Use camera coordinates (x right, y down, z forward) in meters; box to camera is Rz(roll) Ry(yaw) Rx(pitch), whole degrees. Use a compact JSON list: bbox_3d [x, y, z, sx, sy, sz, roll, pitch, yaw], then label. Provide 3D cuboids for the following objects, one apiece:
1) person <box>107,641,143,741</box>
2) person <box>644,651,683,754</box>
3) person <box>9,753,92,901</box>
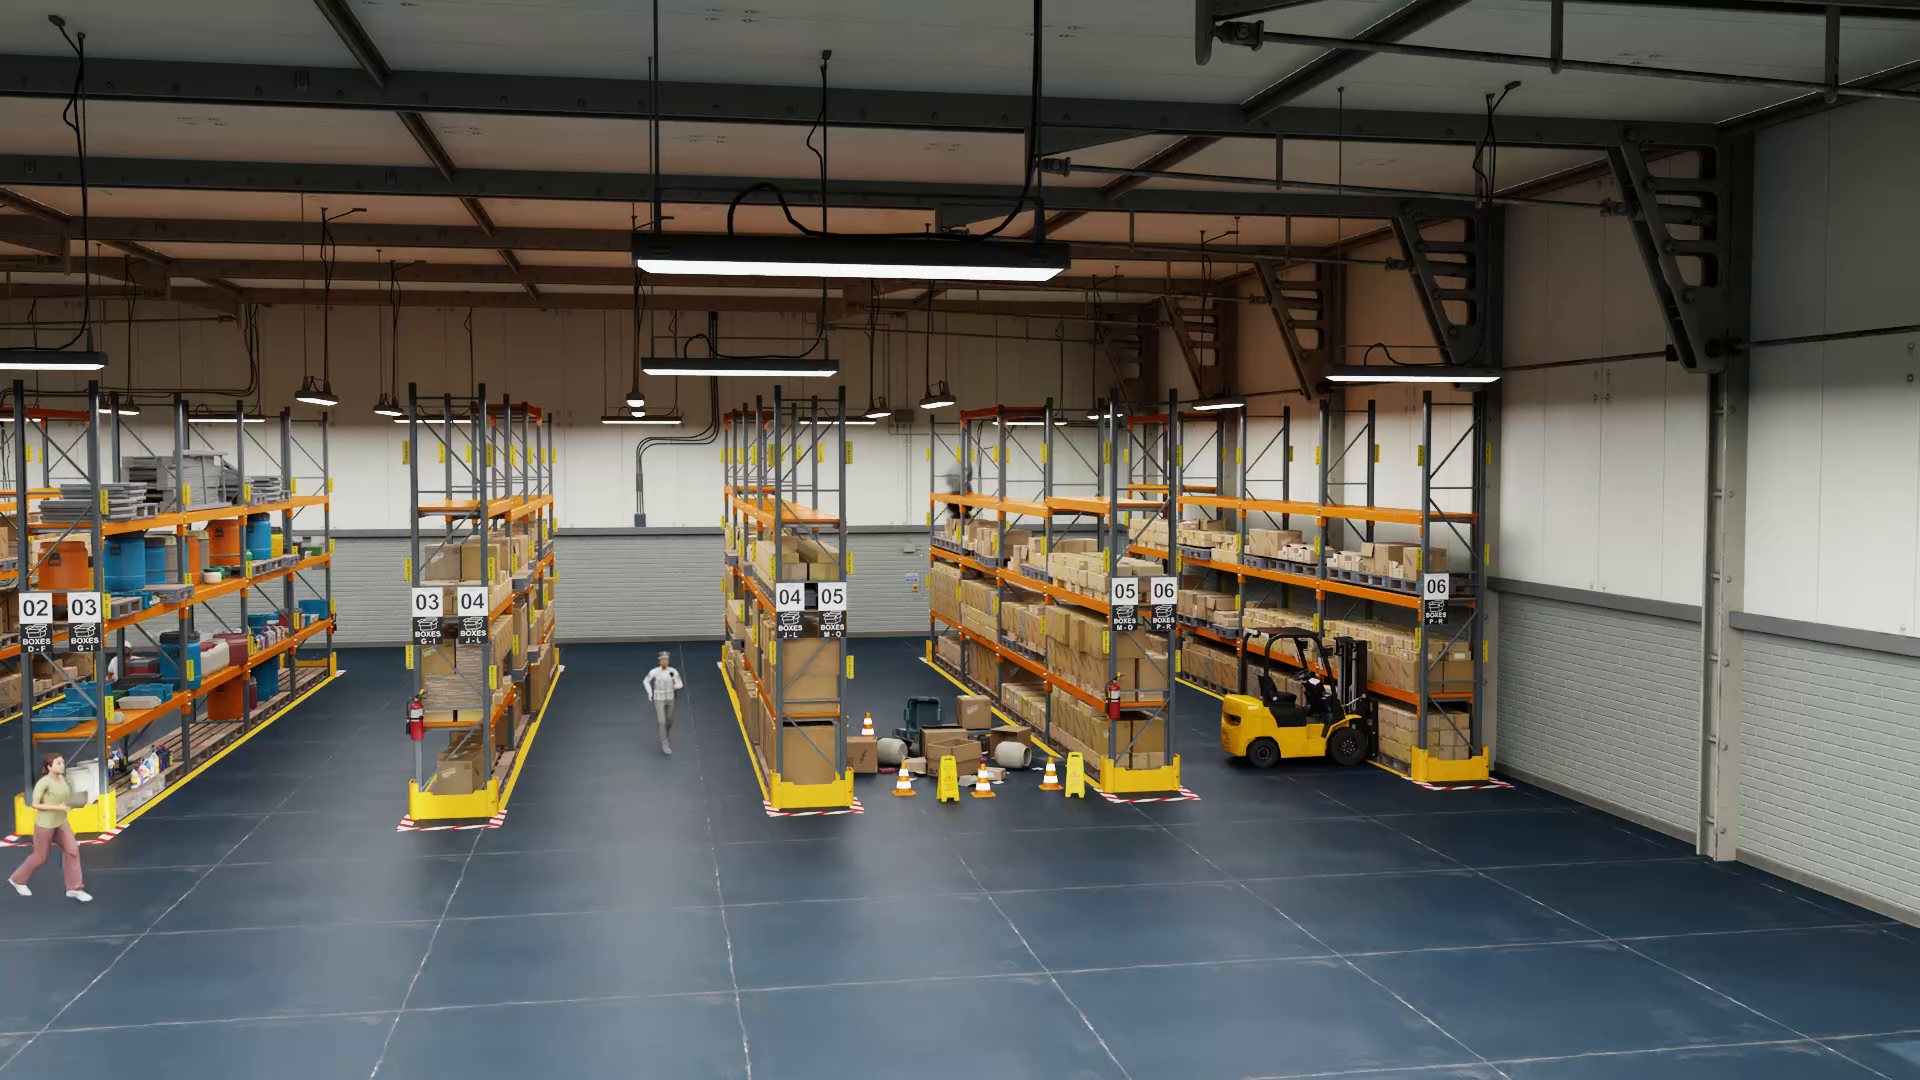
[{"bbox_3d":[-14.685,2.648,29.307,0.708,1.745,0.714,0,3,-8],"label":"person"},{"bbox_3d":[-4.999,2.713,28.117,0.614,1.676,0.937,-1,3,-24],"label":"person"},{"bbox_3d":[-10.217,3.209,18.635,0.967,1.668,0.549,1,3,13],"label":"person"}]
